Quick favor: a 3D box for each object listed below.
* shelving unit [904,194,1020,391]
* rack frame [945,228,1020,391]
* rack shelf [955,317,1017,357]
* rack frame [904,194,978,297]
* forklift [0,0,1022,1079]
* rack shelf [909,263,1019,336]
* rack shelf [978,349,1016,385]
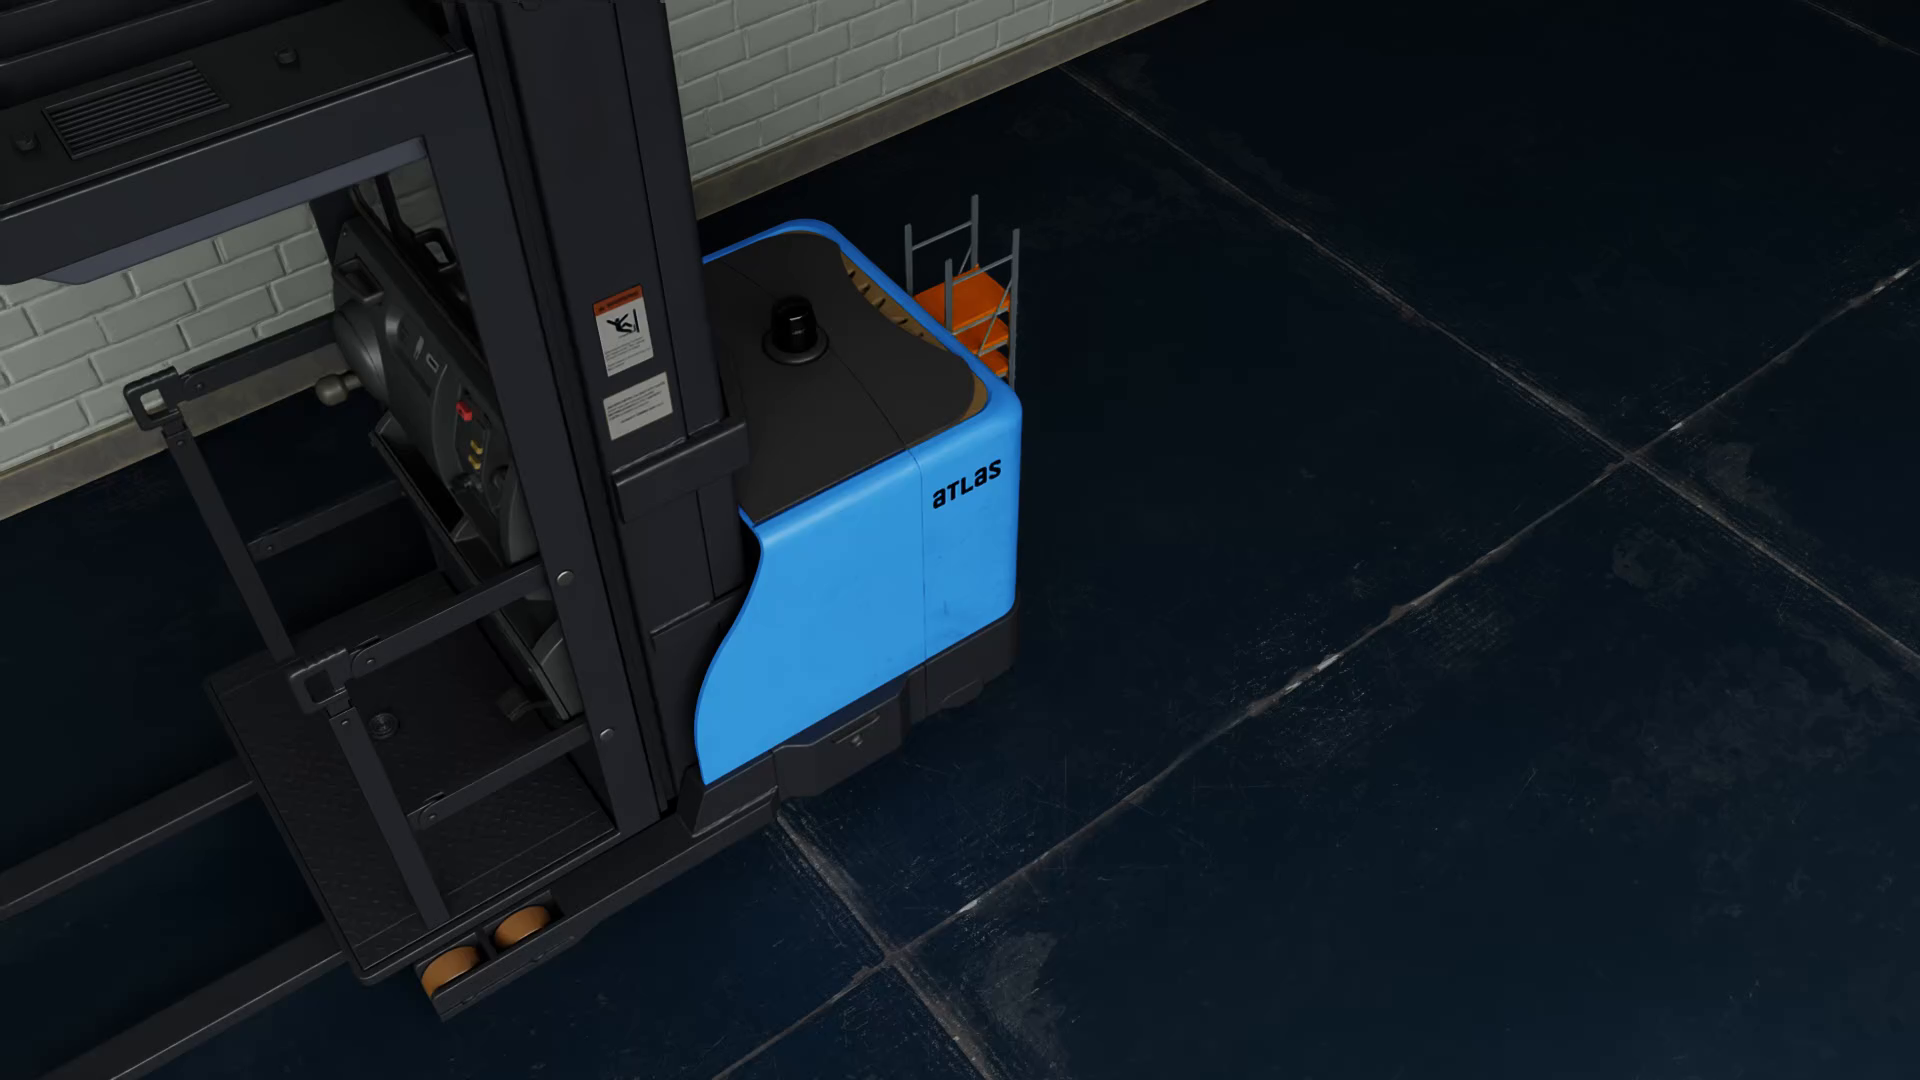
[{"bbox_3d":[0.004,-0.420,4.820,0.258,1.200,0.189,-28,54,-23],"label":"shelving unit"},{"bbox_3d":[0.058,-0.365,4.771,0.240,1.200,0.006,-28,54,-23],"label":"rack frame"},{"bbox_3d":[0.004,-0.551,4.675,0.258,0.103,0.180,-28,54,-23],"label":"rack shelf"},{"bbox_3d":[-0.050,-0.474,4.870,0.240,1.200,0.006,-28,54,-23],"label":"rack frame"},{"bbox_3d":[-1.320,-0.254,3.502,3.031,2.935,1.130,-28,54,-23],"label":"forklift"},{"bbox_3d":[0.004,-0.632,4.587,0.258,0.103,0.180,-28,54,-23],"label":"rack shelf"},{"bbox_3d":[0.004,-0.470,4.764,0.258,0.103,0.180,-28,54,-23],"label":"rack shelf"}]
